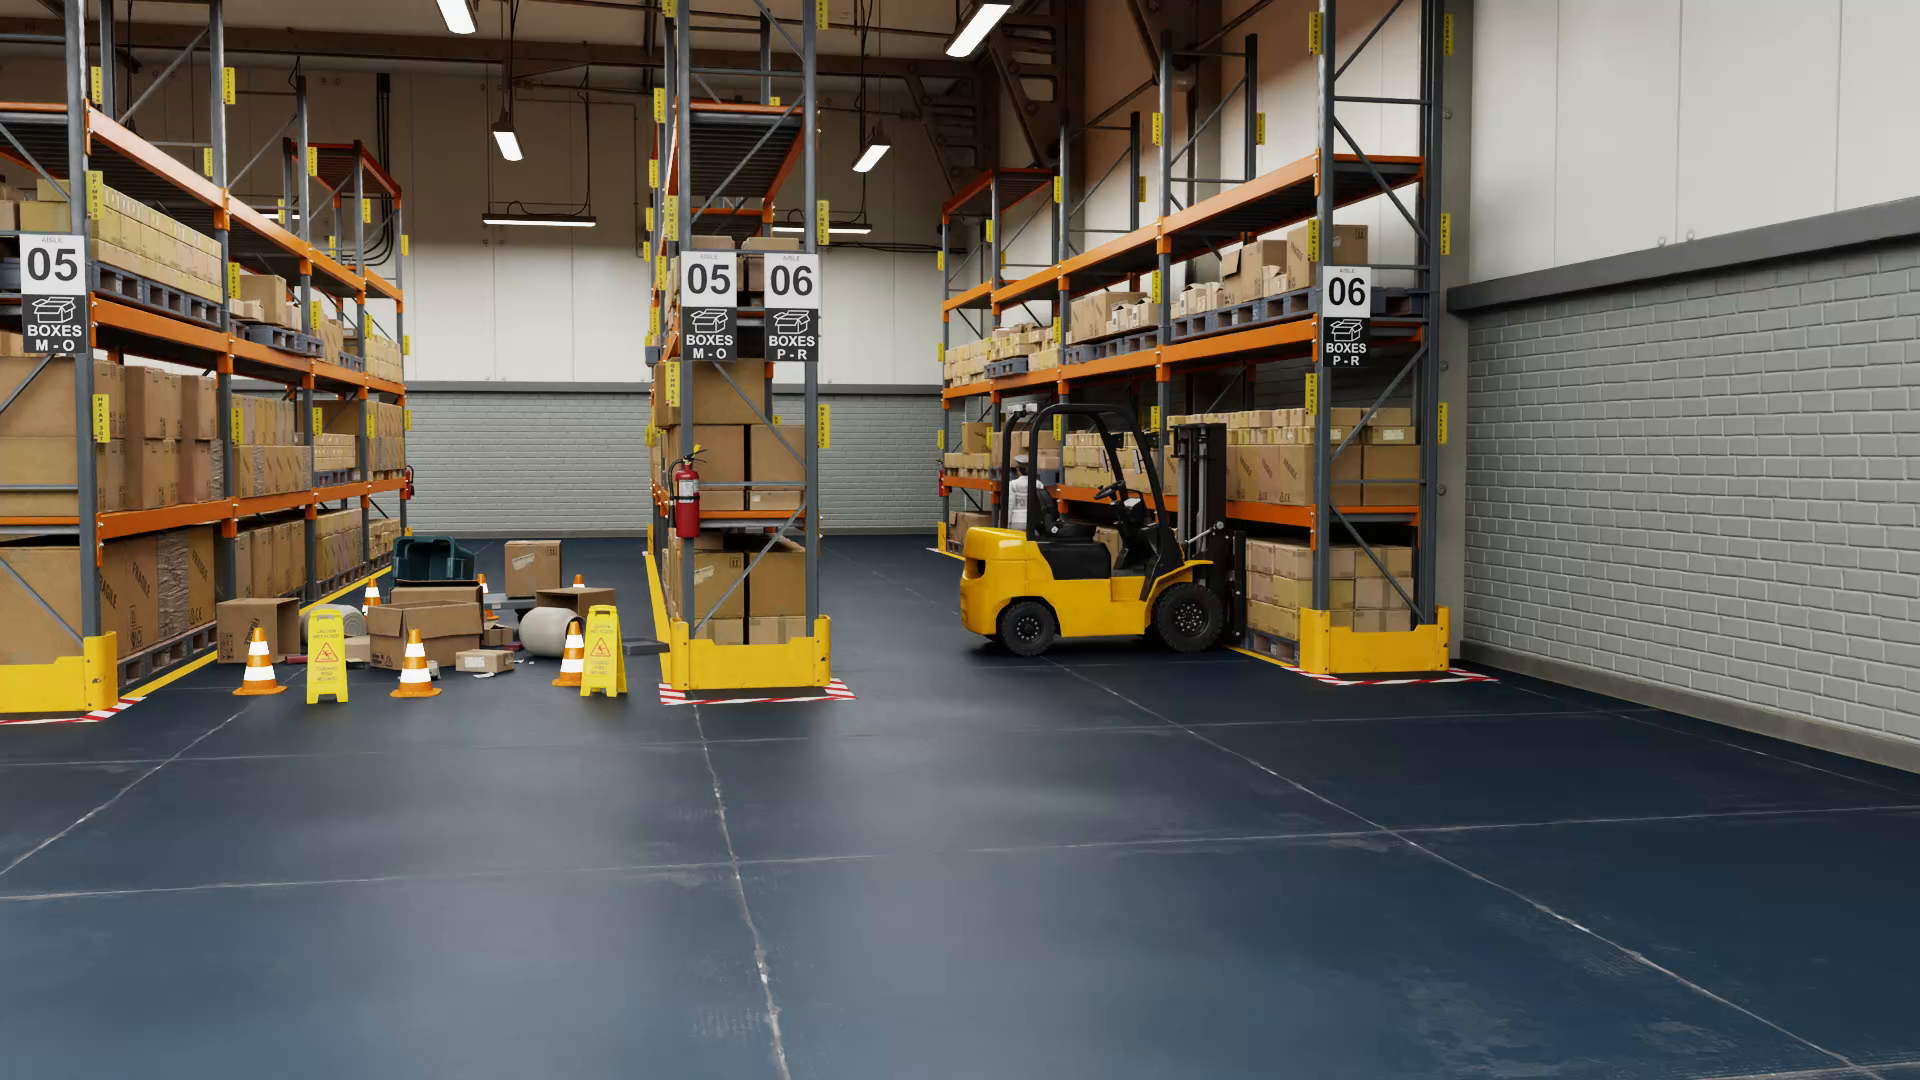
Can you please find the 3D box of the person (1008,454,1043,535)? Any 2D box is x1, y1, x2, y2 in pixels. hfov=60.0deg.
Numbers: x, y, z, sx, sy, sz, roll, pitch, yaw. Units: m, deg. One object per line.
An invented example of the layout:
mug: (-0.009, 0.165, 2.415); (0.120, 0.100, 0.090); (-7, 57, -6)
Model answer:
person: (0.726, -0.125, 18.845); (0.487, 1.687, 0.346); (-1, 3, -12)
